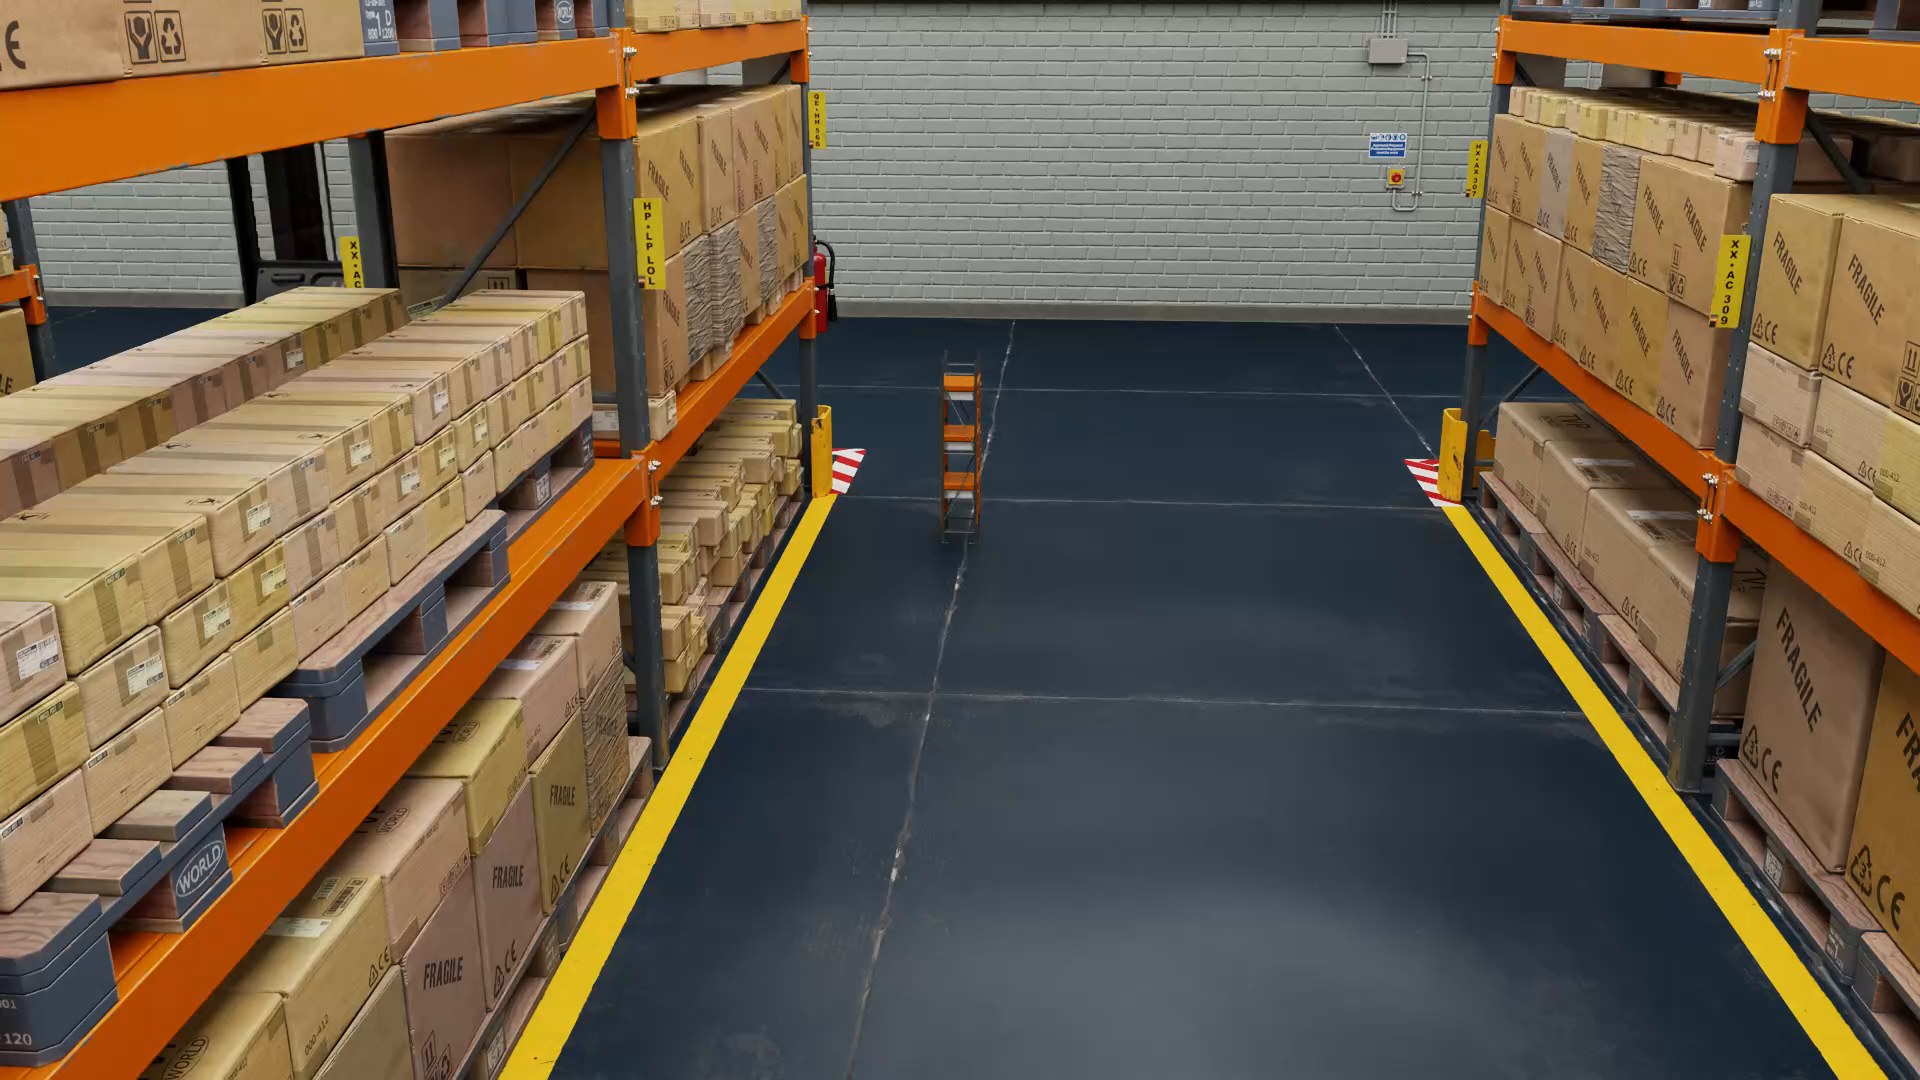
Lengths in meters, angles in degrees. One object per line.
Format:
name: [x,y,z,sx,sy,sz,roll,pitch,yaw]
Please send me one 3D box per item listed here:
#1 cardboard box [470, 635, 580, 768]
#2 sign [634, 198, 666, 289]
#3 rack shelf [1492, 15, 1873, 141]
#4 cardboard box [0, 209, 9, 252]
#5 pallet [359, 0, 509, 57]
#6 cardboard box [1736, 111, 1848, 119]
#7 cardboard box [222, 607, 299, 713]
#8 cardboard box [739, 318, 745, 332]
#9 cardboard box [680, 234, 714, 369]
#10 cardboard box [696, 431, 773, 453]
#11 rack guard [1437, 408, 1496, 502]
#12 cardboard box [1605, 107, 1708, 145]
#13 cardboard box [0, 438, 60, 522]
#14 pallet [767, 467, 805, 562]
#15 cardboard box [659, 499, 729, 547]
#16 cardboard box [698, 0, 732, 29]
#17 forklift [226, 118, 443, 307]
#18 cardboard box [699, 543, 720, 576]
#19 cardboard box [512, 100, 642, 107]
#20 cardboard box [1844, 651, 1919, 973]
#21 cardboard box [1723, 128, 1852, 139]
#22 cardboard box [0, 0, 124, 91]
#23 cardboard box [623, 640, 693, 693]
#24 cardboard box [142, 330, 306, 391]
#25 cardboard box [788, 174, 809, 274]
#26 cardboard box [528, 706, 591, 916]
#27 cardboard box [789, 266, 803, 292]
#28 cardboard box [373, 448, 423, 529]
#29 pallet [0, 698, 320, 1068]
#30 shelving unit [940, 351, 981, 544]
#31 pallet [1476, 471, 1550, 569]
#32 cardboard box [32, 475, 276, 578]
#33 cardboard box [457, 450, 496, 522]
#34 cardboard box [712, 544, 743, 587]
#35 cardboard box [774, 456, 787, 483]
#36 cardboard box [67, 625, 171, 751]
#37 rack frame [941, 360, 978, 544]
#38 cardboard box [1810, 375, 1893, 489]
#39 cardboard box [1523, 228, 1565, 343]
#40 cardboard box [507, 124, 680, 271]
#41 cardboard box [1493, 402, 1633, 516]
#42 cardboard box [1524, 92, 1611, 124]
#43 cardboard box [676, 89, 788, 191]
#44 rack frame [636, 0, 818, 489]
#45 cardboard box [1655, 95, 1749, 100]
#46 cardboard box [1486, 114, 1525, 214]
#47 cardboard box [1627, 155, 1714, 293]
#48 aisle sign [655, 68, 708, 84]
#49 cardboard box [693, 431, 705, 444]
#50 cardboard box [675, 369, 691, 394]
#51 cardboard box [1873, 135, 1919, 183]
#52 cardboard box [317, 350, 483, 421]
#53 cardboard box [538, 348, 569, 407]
cardboard box: [-1.525,0.498,5.220,0.500,0.250,0.500,2,18,7]
sign: [-1.120,-1.069,6.008,0.100,0.325,0.005,1,18,4]
rack shelf: [3.414,-2.155,7.522,1.077,0.370,4.000,1,18,4]
cardboard box: [-6.097,-1.828,9.947,0.500,0.250,0.500,1,18,3]
pallet: [-1.895,-1.354,4.224,1.213,0.211,1.003,1,18,4]
cardboard box: [3.594,-1.772,7.205,0.380,0.149,0.250,1,18,4]
cardboard box: [-1.671,0.247,3.581,0.380,0.149,0.250,2,18,6]
cardboard box: [-1.309,-1.147,8.510,0.380,0.149,0.250,1,18,2]
cardboard box: [-1.359,-1.021,7.083,0.500,0.500,0.500,1,18,4]
cardboard box: [-1.221,-0.491,9.051,0.380,0.149,0.250,1,18,2]
rack guard: [3.559,-0.513,10.185,1.175,0.500,0.348,1,18,4]
cardboard box: [3.133,-1.857,7.464,0.380,0.149,0.250,1,18,4]
cardboard box: [-2.305,-0.130,3.776,0.380,0.149,0.250,1,18,4]
pallet: [-1.486,-0.172,9.609,1.003,0.211,1.213,1,18,4]
cardboard box: [-1.299,-0.082,7.806,0.380,0.149,0.250,2,18,5]
cardboard box: [-1.294,-2.339,7.167,0.500,0.250,0.500,2,18,6]
forklift: [-3.200,-1.209,8.404,1.130,2.935,3.031,2,18,5]
cardboard box: [-1.353,0.053,7.871,0.380,0.149,0.250,2,18,6]
cardboard box: [-1.806,-1.826,7.936,0.500,0.500,0.500,1,18,2]
cardboard box: [3.249,0.834,4.797,0.875,0.875,0.875,2,18,6]
cardboard box: [3.103,-1.464,6.265,0.380,0.149,0.250,2,18,5]
cardboard box: [-1.654,-0.932,2.472,0.500,0.500,0.500,1,18,4]
cardboard box: [-1.327,0.519,6.924,0.380,0.149,0.250,0,18,2]
cardboard box: [-2.216,-0.537,5.018,0.380,0.149,0.250,1,18,3]
cardboard box: [-1.162,-1.816,9.509,0.500,0.500,0.500,2,18,5]
cardboard box: [-1.513,0.853,5.342,0.500,0.500,0.500,1,18,3]
cardboard box: [-1.128,-1.545,9.725,0.380,0.149,0.250,1,18,4]
cardboard box: [-1.619,-0.139,4.280,0.380,0.149,0.250,2,18,6]
pallet: [-2.016,0.580,3.144,1.213,0.211,1.003,1,18,4]
shelving unit: [0.004,-0.516,9.310,0.215,1.050,0.252,1,18,4]
pallet: [3.578,-0.118,9.444,1.003,0.211,1.213,1,18,4]
cardboard box: [-1.676,-0.031,3.475,0.380,0.149,0.250,1,18,2]
cardboard box: [-1.575,-0.160,4.823,0.380,0.149,0.250,1,18,2]
cardboard box: [-1.275,0.116,8.157,0.380,0.149,0.250,1,18,2]
cardboard box: [-1.176,-0.427,9.334,0.380,0.149,0.250,1,18,2]
cardboard box: [-1.708,0.261,3.060,0.380,0.149,0.250,2,18,7]
rack frame: [-0.005,-0.478,9.195,0.200,1.050,0.008,1,18,4]
cardboard box: [2.949,-0.324,5.033,0.500,0.250,0.500,2,18,5]
cardboard box: [3.174,-1.283,8.359,0.500,0.500,0.500,1,18,4]
cardboard box: [-1.398,-1.329,6.416,0.500,0.500,0.500,2,18,5]
cardboard box: [3.610,-0.468,9.474,0.875,0.438,0.875,1,18,2]
cardboard box: [3.175,-2.259,8.691,0.380,0.149,0.250,2,18,6]
cardboard box: [-1.208,-2.131,8.866,0.500,0.500,0.500,1,18,2]
rack frame: [-1.387,-1.772,10.014,1.000,3.000,0.127,1,18,4]
cardboard box: [3.744,-2.169,8.418,0.380,0.149,0.250,2,18,5]
cardboard box: [3.239,-2.073,9.166,0.500,0.500,0.500,1,18,3]
cardboard box: [3.074,-1.283,6.756,0.500,0.500,0.500,1,18,3]
aisle sign: [-1.681,-3.037,9.699,0.394,0.787,0.004,1,18,4]
cardboard box: [-1.663,-0.656,9.557,0.380,0.149,0.250,2,18,5]
cardboard box: [-1.391,-0.741,7.271,0.380,0.149,0.250,0,18,1]
cardboard box: [3.552,-1.374,5.991,0.380,0.149,0.250,1,18,3]
cardboard box: [-1.586,-0.442,4.729,0.380,0.149,0.250,1,18,2]
cardboard box: [-1.523,-0.542,5.510,0.380,0.149,0.250,1,18,4]
